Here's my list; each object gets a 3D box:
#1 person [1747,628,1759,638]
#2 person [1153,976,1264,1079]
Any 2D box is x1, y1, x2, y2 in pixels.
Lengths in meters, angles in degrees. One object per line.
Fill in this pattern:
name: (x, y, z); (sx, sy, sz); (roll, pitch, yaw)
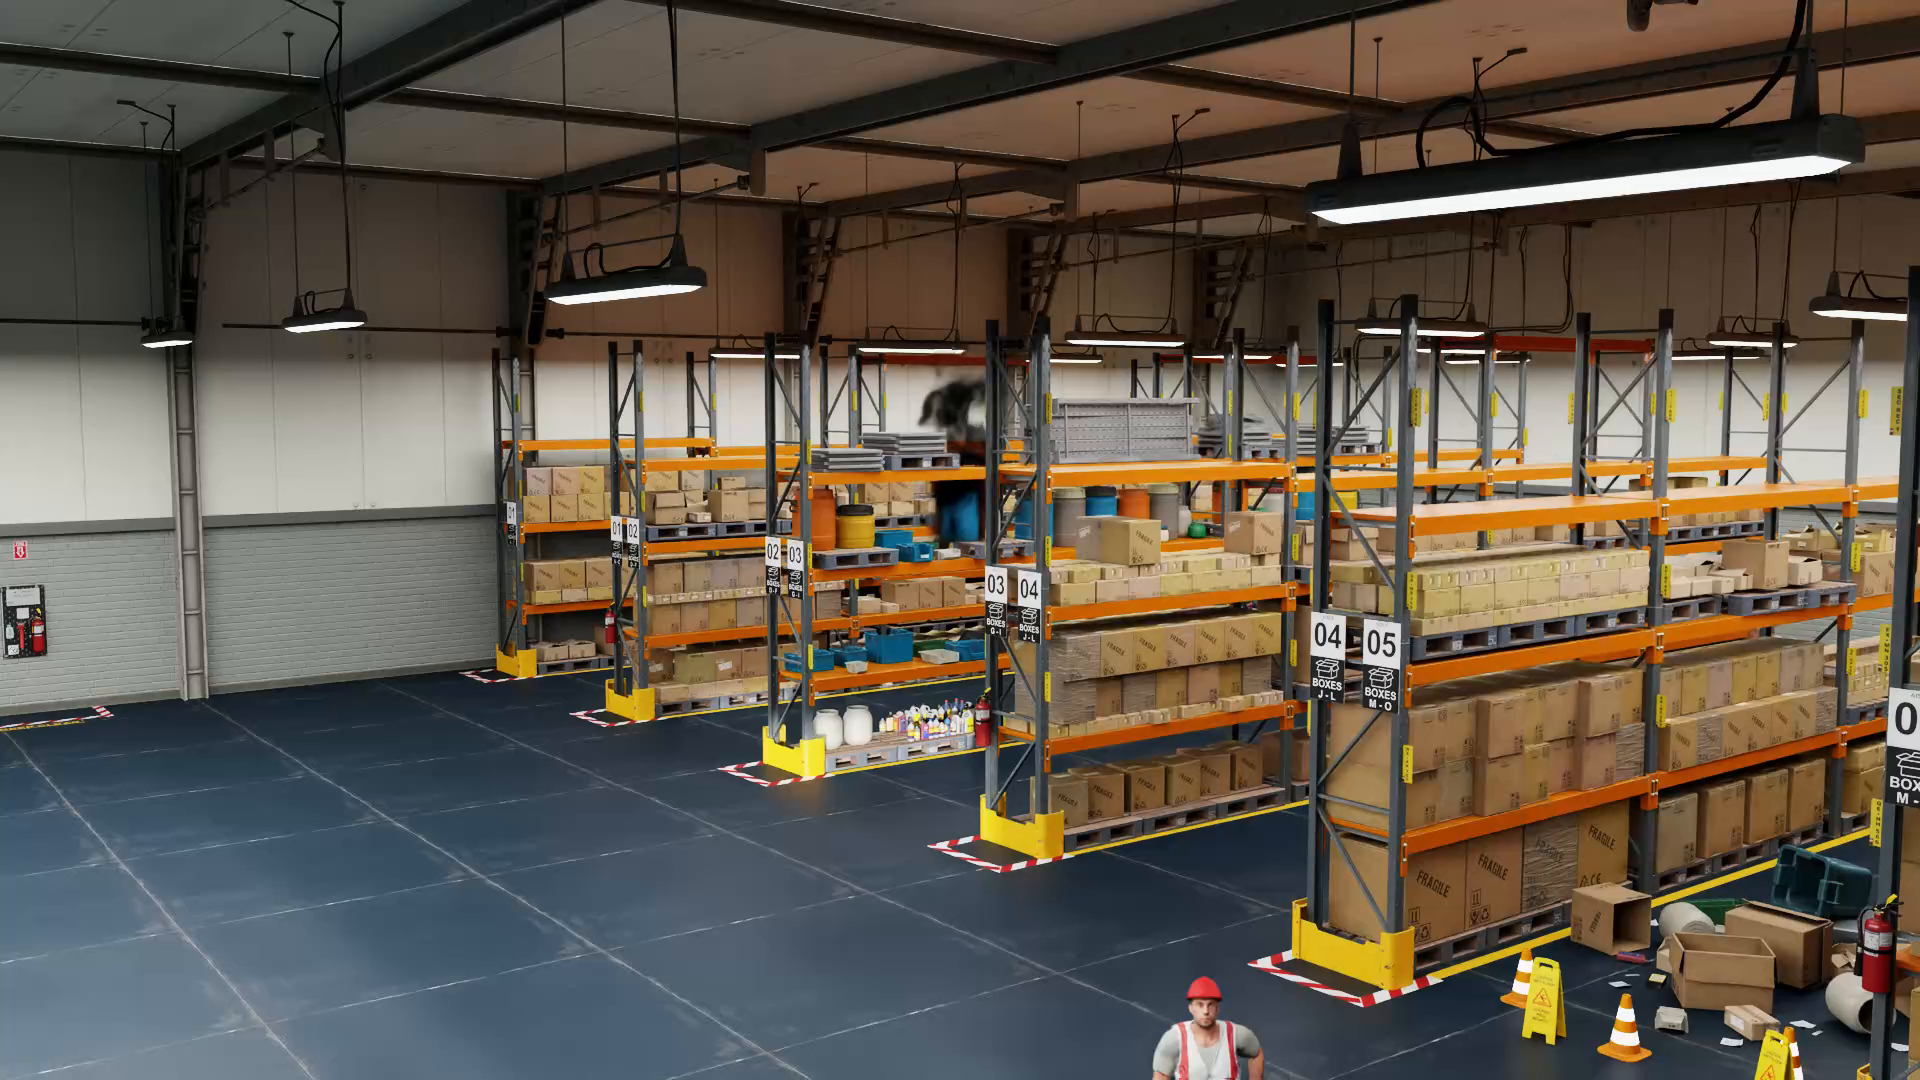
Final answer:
person: (11.928, 2.102, 25.083); (0.704, 1.728, 0.616); (-5, 7, -44)
person: (1.438, 3.439, 9.629); (0.650, 1.828, 0.739); (1, 5, 8)
